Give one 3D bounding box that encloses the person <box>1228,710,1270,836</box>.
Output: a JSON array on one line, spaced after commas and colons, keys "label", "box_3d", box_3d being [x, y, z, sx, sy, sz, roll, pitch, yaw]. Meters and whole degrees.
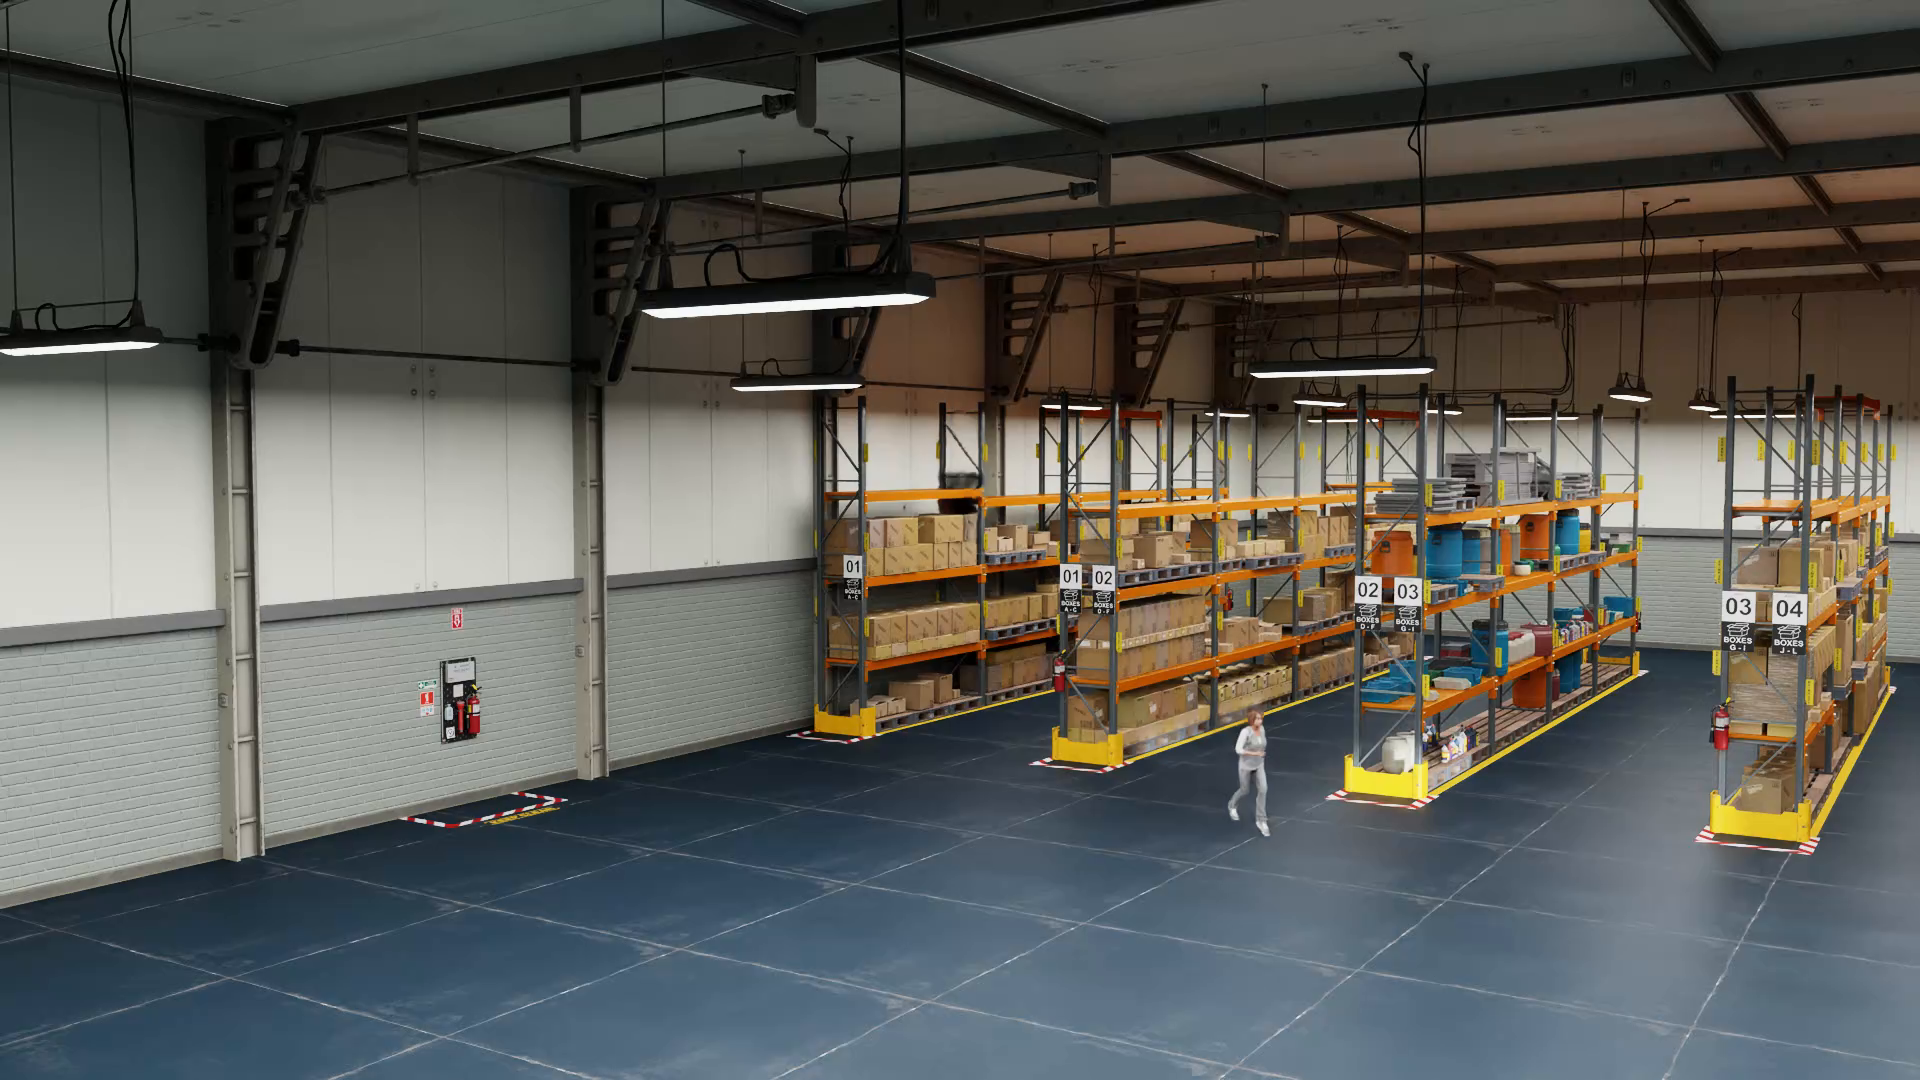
[{"label": "person", "box_3d": [3.846, 3.046, 22.100, 0.562, 1.619, 0.882, -2, 3, -28]}]
